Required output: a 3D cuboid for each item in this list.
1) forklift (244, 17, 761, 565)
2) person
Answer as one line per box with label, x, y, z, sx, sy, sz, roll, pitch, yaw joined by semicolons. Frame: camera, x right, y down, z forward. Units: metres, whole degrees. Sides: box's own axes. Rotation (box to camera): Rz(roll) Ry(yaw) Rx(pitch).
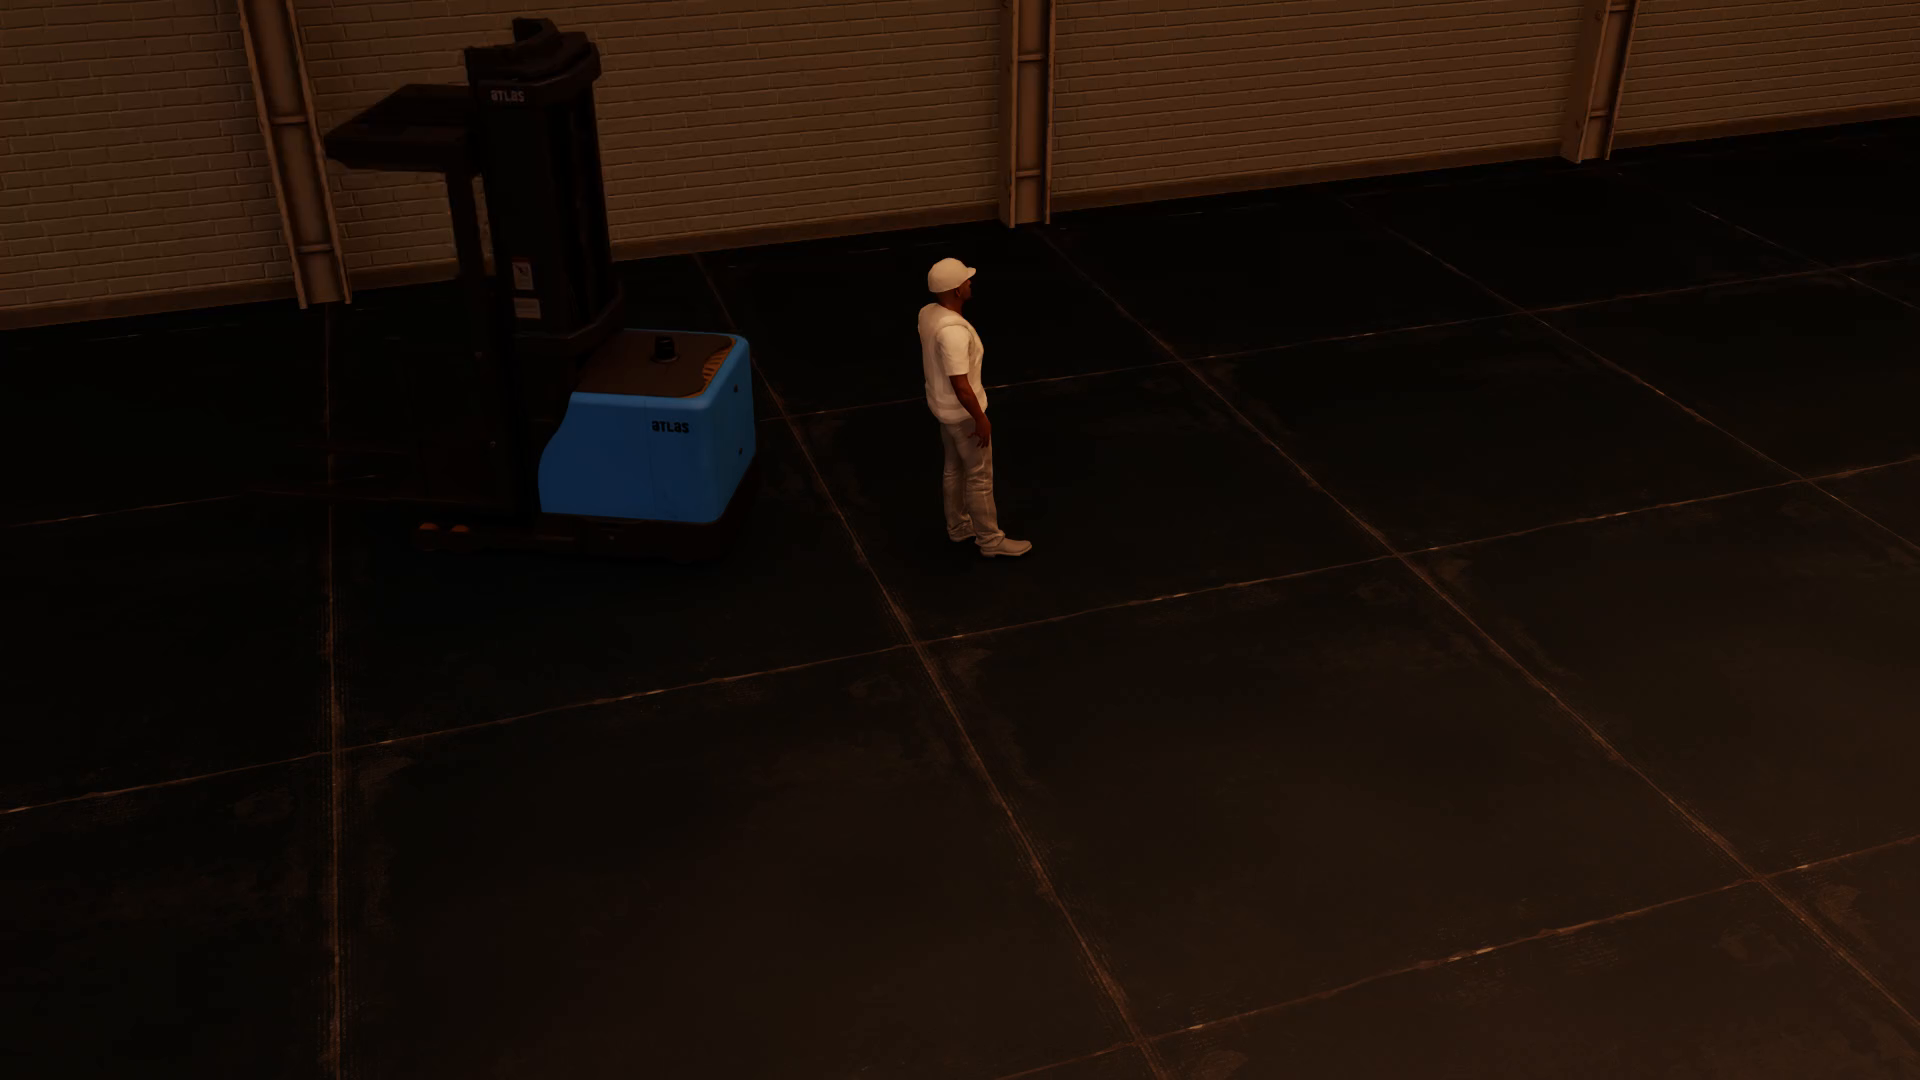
forklift;-2.815;-1.446;9.599;3.031;2.935;1.130;4;30;7
person;0.068;-0.780;9.597;0.575;1.768;0.666;-10;31;-16
